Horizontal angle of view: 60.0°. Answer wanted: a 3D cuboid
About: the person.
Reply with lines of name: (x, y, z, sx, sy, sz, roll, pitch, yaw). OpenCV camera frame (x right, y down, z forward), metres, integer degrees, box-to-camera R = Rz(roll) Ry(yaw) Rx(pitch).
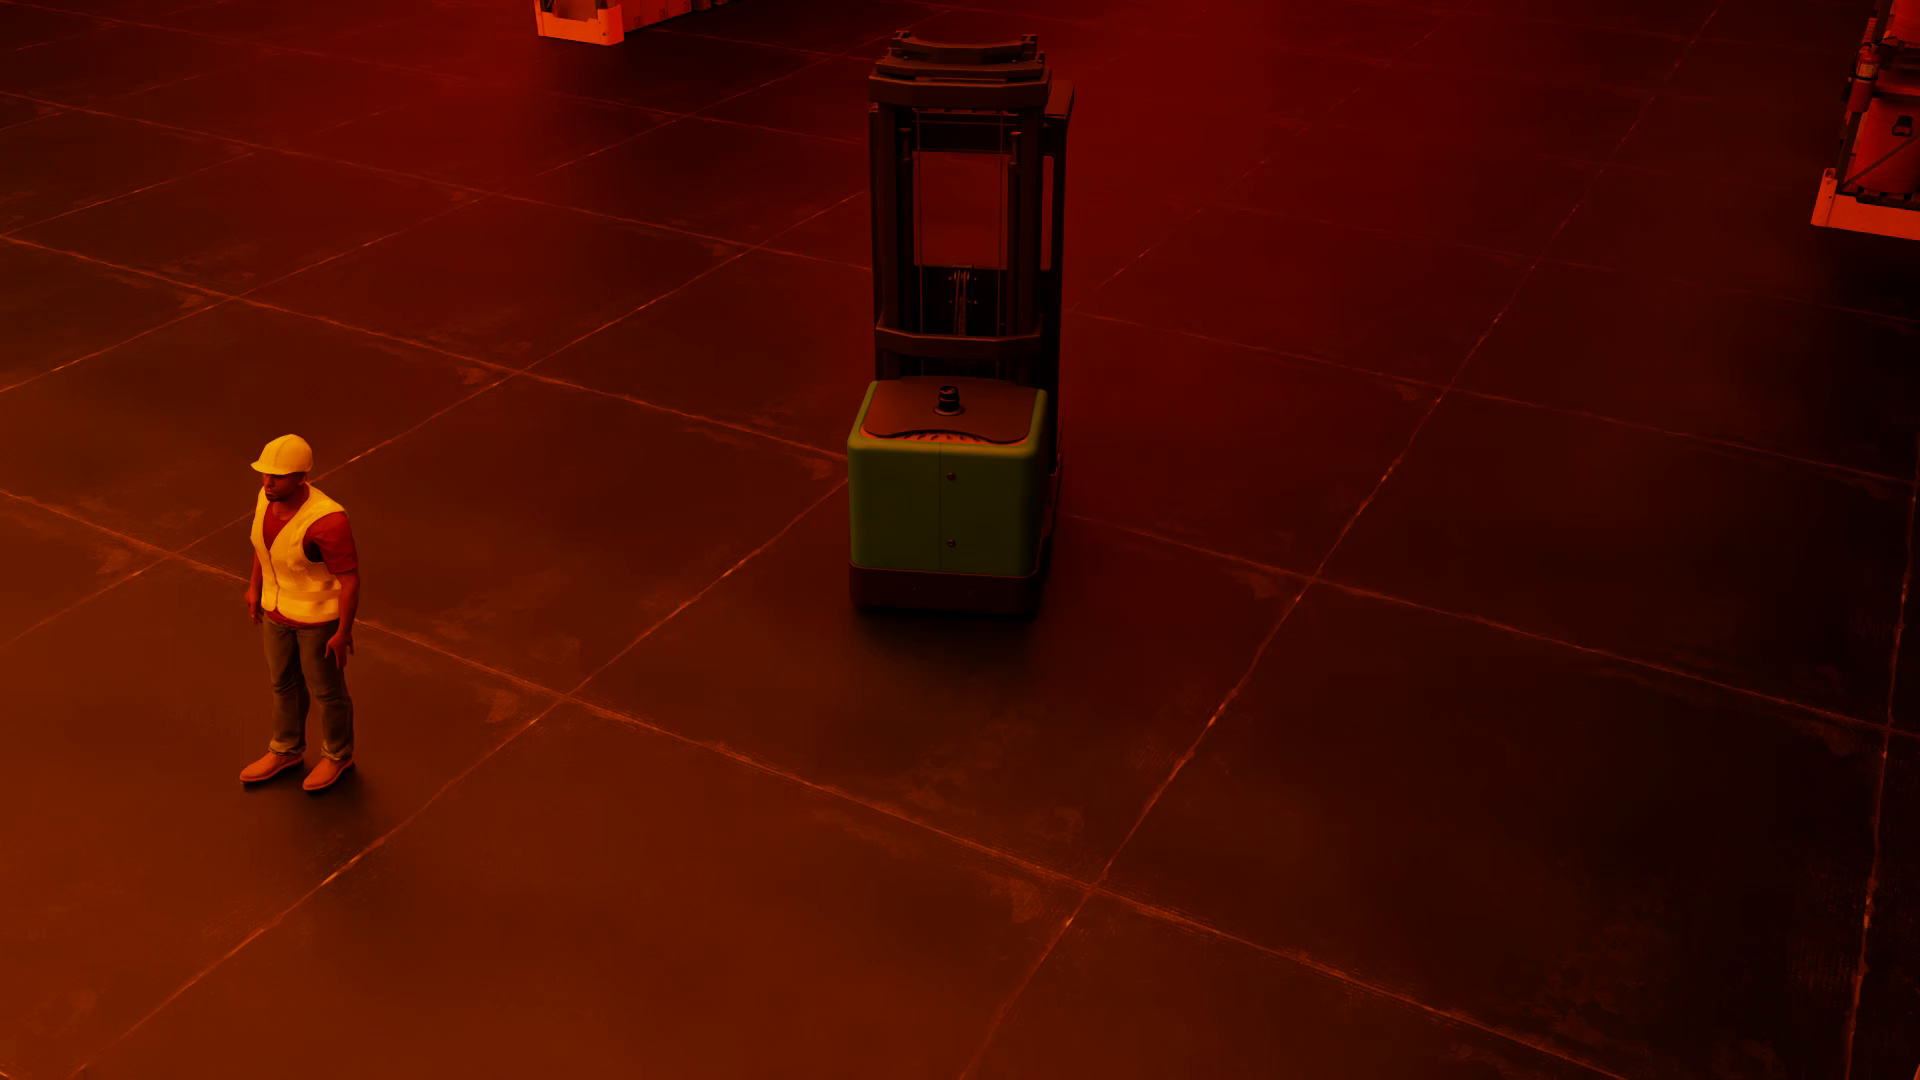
person: (-3.056, 0.357, 7.603, 0.666, 1.765, 0.578, 17, 34, 27)

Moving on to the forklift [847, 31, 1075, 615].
forklift: (0.072, -1.572, 9.794, 1.130, 2.935, 3.031, 3, 30, 6)
